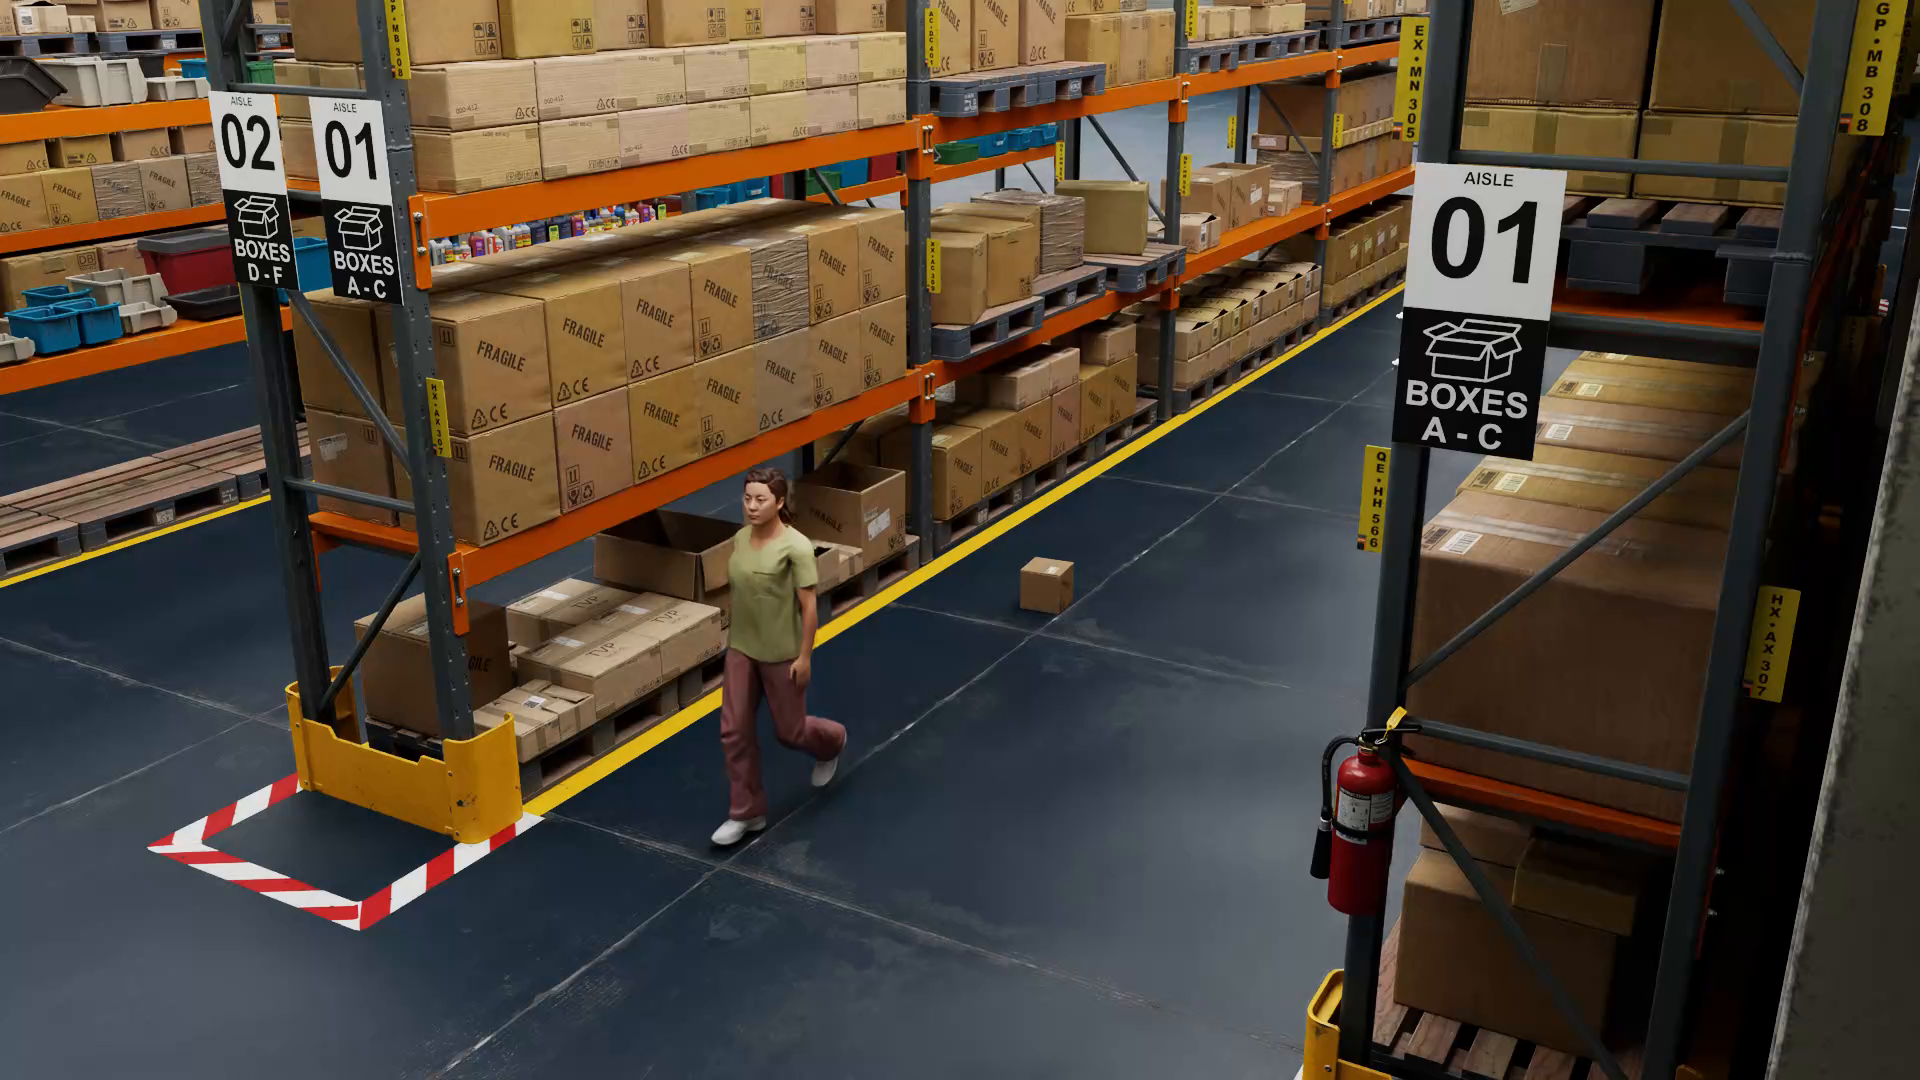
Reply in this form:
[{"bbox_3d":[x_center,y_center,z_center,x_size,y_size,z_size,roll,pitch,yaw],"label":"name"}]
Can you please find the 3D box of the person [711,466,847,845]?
[{"bbox_3d":[-0.811,0.474,7.325,0.453,1.638,0.838,11,22,28],"label":"person"}]
